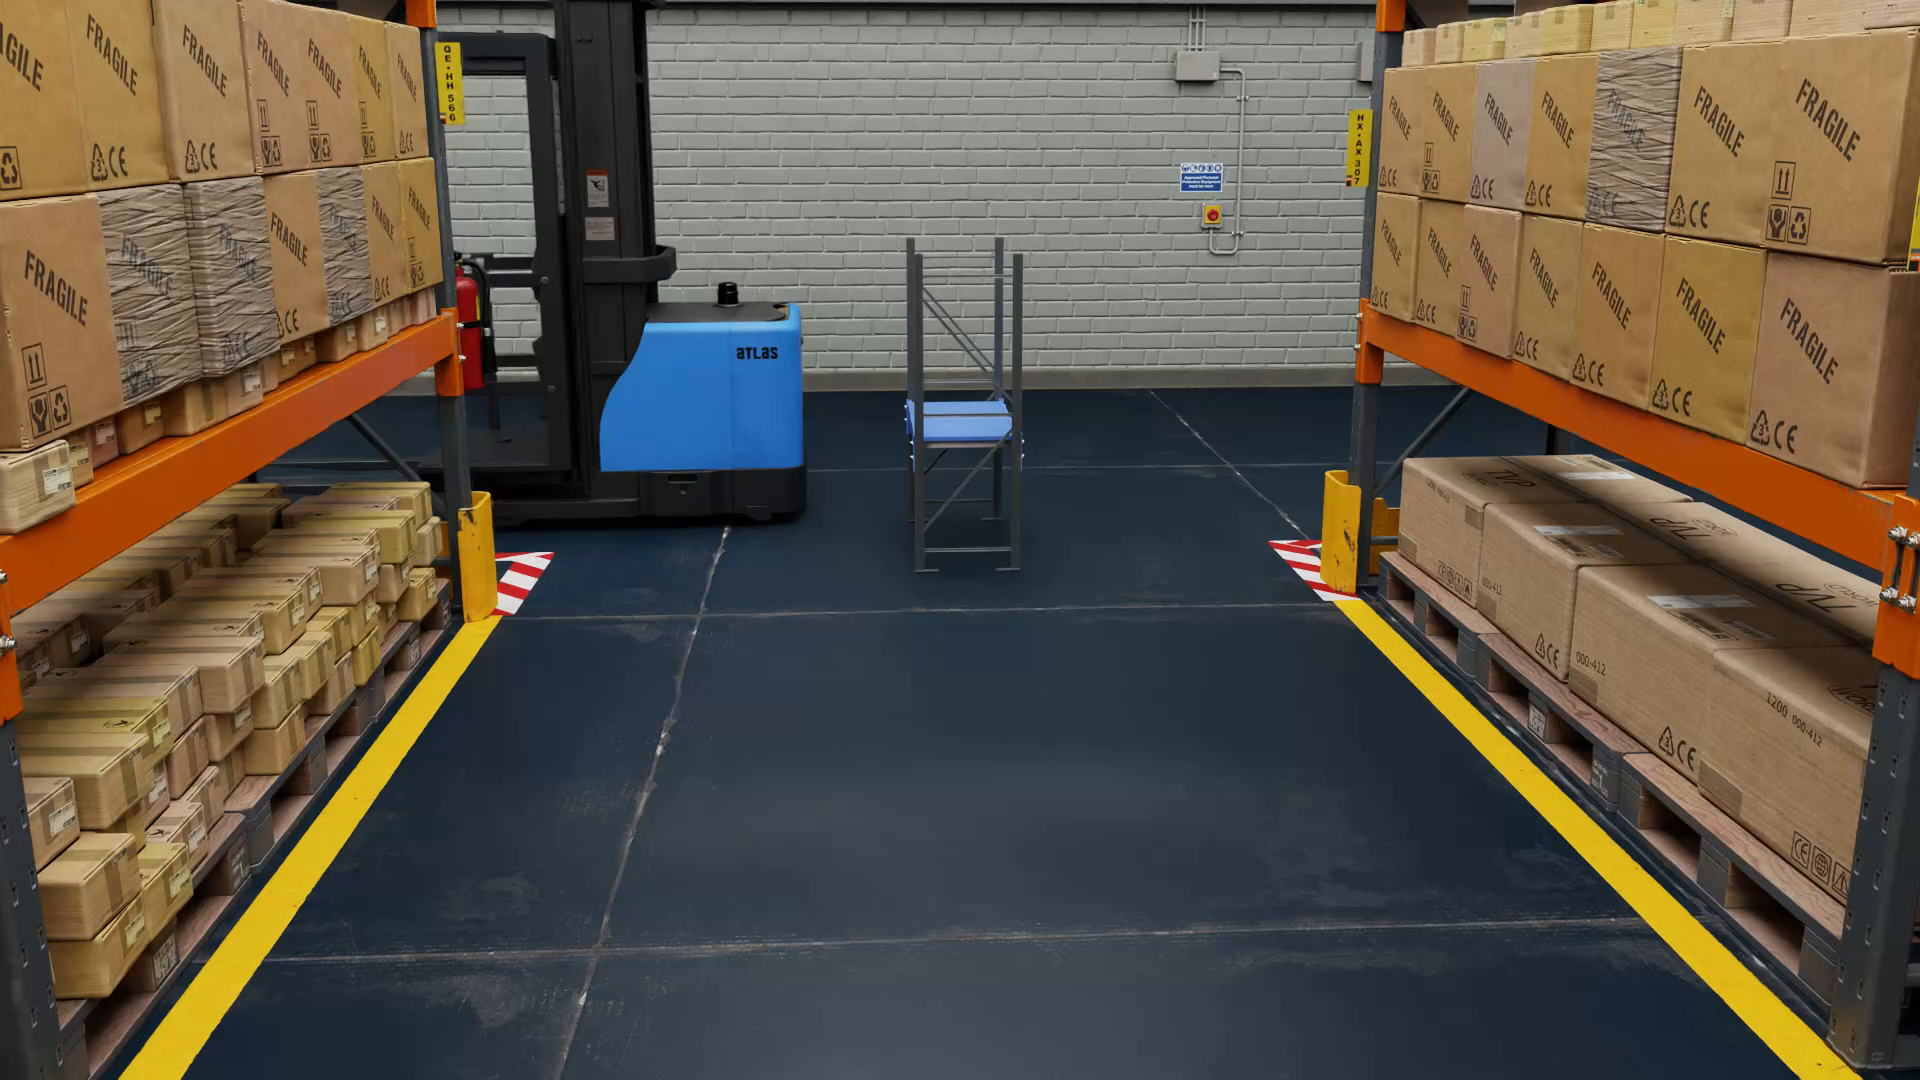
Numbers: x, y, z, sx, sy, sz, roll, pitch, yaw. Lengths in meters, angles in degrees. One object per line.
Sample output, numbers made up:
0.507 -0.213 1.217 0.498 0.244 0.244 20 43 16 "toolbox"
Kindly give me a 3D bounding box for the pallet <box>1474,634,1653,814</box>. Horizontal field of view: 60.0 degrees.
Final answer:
2.490 0.598 5.780 1.003 0.211 1.213 -1 14 -3 "pallet"

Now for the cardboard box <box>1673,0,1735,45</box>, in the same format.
2.203 -1.431 4.558 0.380 0.149 0.250 -1 14 -4 "cardboard box"

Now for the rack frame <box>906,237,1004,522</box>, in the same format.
-0.026 -0.832 8.748 0.500 1.500 0.032 -1 14 -3 "rack frame"

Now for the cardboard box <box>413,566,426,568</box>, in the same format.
-2.403 0.153 6.789 0.380 0.149 0.250 -1 14 -2 "cardboard box"

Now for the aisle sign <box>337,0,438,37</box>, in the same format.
-2.349 -2.433 6.747 0.394 0.787 0.004 -1 14 -3 "aisle sign"

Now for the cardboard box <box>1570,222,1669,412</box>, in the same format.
2.171 -0.671 4.914 0.500 0.500 0.500 -1 14 -4 "cardboard box"

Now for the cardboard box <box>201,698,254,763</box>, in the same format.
-2.263 0.524 4.753 0.380 0.149 0.250 0 14 -1 "cardboard box"

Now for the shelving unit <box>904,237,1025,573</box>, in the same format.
0.005 -0.705 8.257 0.538 1.500 1.048 -1 14 -3 "shelving unit"

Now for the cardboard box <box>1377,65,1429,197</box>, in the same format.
2.036 -1.662 6.759 0.500 0.500 0.500 -1 14 -5 "cardboard box"

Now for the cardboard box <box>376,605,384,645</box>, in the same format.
-2.328 0.344 6.048 0.380 0.149 0.250 -1 14 -3 "cardboard box"

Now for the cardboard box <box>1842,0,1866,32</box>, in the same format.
2.293 -1.244 3.833 0.380 0.149 0.250 -1 14 -2 "cardboard box"

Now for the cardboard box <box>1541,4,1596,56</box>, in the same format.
2.090 -1.621 5.298 0.380 0.149 0.250 -1 14 -5 "cardboard box"

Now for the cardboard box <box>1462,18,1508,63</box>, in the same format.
2.059 -1.812 6.039 0.380 0.149 0.250 -1 14 -5 "cardboard box"

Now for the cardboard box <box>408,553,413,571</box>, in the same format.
-2.364 0.074 6.500 0.380 0.149 0.250 -1 14 -5 "cardboard box"

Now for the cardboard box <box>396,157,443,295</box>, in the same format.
-2.359 -1.236 6.514 0.500 0.500 0.500 -1 14 -2 "cardboard box"

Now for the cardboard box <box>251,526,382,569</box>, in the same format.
-2.305 0.056 5.972 0.380 0.149 0.250 -1 15 -6 "cardboard box"

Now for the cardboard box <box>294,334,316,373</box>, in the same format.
-2.350 -0.632 5.465 0.380 0.149 0.250 -1 15 -6 "cardboard box"

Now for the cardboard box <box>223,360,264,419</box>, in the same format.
-2.217 -0.437 4.711 0.380 0.149 0.250 0 14 -1 "cardboard box"

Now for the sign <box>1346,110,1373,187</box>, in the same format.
1.736 -1.704 7.232 0.100 0.325 0.005 -1 14 -3 "sign"

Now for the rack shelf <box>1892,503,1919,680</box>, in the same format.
2.662 0.587 1.667 1.077 0.370 4.000 -1 14 -3 "rack shelf"

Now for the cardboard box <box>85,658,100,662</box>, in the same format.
-2.720 0.408 5.201 0.380 0.149 0.250 0 14 -1 "cardboard box"

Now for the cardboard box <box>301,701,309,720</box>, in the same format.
-2.312 0.539 5.291 0.380 0.149 0.250 0 14 -2 "cardboard box"

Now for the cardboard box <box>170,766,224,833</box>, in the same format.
-2.248 0.735 4.527 0.380 0.149 0.250 -1 14 -5 "cardboard box"

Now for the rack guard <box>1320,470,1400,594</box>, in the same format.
2.289 -0.049 7.712 1.175 0.500 0.348 -1 14 -3 "rack guard"

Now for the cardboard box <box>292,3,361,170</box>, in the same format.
-2.295 -1.463 5.389 0.500 0.500 0.500 0 14 -1 "cardboard box"

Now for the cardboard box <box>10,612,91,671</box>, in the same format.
-2.832 0.325 4.930 0.380 0.149 0.250 -1 14 -5 "cardboard box"

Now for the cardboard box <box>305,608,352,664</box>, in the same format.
-2.250 0.330 5.505 0.380 0.149 0.250 0 14 -1 "cardboard box"

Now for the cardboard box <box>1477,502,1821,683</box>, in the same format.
2.496 0.174 6.128 0.875 0.438 0.875 0 14 -2 "cardboard box"

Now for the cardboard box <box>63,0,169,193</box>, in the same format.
-2.228 -1.078 3.893 0.500 0.500 0.500 -1 14 -5 "cardboard box"

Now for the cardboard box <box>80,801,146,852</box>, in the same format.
-2.205 0.720 3.991 0.380 0.149 0.250 -1 14 -3 "cardboard box"

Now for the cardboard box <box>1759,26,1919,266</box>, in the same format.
2.233 -0.904 3.813 0.500 0.500 0.500 -1 14 -4 "cardboard box"

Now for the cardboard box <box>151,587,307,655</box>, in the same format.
-2.282 0.254 5.203 0.380 0.149 0.250 -1 14 -3 "cardboard box"

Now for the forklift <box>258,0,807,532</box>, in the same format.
-2.370 -1.594 8.839 3.031 2.935 1.130 -1 14 -5 "forklift"

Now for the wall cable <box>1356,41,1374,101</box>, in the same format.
3.332 -3.172 12.796 0.588 1.984 0.122 -1 14 -3 "wall cable"

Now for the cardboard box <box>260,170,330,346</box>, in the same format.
-2.271 -0.858 5.044 0.500 0.500 0.500 0 14 -1 "cardboard box"

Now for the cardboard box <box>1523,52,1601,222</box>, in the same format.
2.146 -1.282 5.281 0.500 0.500 0.500 -1 14 -3 "cardboard box"

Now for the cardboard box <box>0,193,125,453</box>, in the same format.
-2.175 -0.476 3.561 0.500 0.500 0.500 -1 14 -4 "cardboard box"

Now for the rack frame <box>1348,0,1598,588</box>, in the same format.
2.290 -1.253 7.377 1.000 3.000 0.127 -1 14 -3 "rack frame"

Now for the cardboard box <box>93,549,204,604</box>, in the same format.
-2.820 0.134 5.671 0.380 0.149 0.250 0 14 -1 "cardboard box"

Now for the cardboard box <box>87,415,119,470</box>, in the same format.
-2.246 -0.239 3.941 0.380 0.149 0.250 -2 15 -6 "cardboard box"

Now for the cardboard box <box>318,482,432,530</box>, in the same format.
-2.358 -0.135 6.715 0.380 0.149 0.250 -1 14 -3 "cardboard box"

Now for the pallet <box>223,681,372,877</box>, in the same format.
-2.552 0.723 5.293 1.003 0.211 1.213 -1 14 -3 "pallet"

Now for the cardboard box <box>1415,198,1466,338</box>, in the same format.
2.092 -1.052 6.396 0.500 0.500 0.500 -1 14 -4 "cardboard box"

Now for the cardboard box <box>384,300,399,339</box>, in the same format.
-2.333 -0.829 6.232 0.380 0.149 0.250 -1 14 -4 "cardboard box"

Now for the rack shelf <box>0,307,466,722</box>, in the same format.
-2.520 -0.306 5.139 1.077 0.370 4.000 -1 14 -3 "rack shelf"

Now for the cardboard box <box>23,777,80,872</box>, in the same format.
-2.211 0.643 3.691 0.380 0.149 0.250 0 14 -1 "cardboard box"

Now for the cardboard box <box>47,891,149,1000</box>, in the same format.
-2.098 0.925 3.790 0.380 0.149 0.250 -2 15 -6 "cardboard box"

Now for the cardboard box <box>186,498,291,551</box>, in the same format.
-2.814 -0.060 6.425 0.380 0.149 0.250 -1 14 -2 "cardboard box"

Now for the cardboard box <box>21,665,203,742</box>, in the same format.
-2.273 0.447 4.452 0.380 0.149 0.250 -1 14 -5 "cardboard box"

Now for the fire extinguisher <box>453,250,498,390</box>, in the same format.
-2.199 -1.003 7.310 0.296 0.674 0.183 -1 14 -3 "fire extinguisher"
